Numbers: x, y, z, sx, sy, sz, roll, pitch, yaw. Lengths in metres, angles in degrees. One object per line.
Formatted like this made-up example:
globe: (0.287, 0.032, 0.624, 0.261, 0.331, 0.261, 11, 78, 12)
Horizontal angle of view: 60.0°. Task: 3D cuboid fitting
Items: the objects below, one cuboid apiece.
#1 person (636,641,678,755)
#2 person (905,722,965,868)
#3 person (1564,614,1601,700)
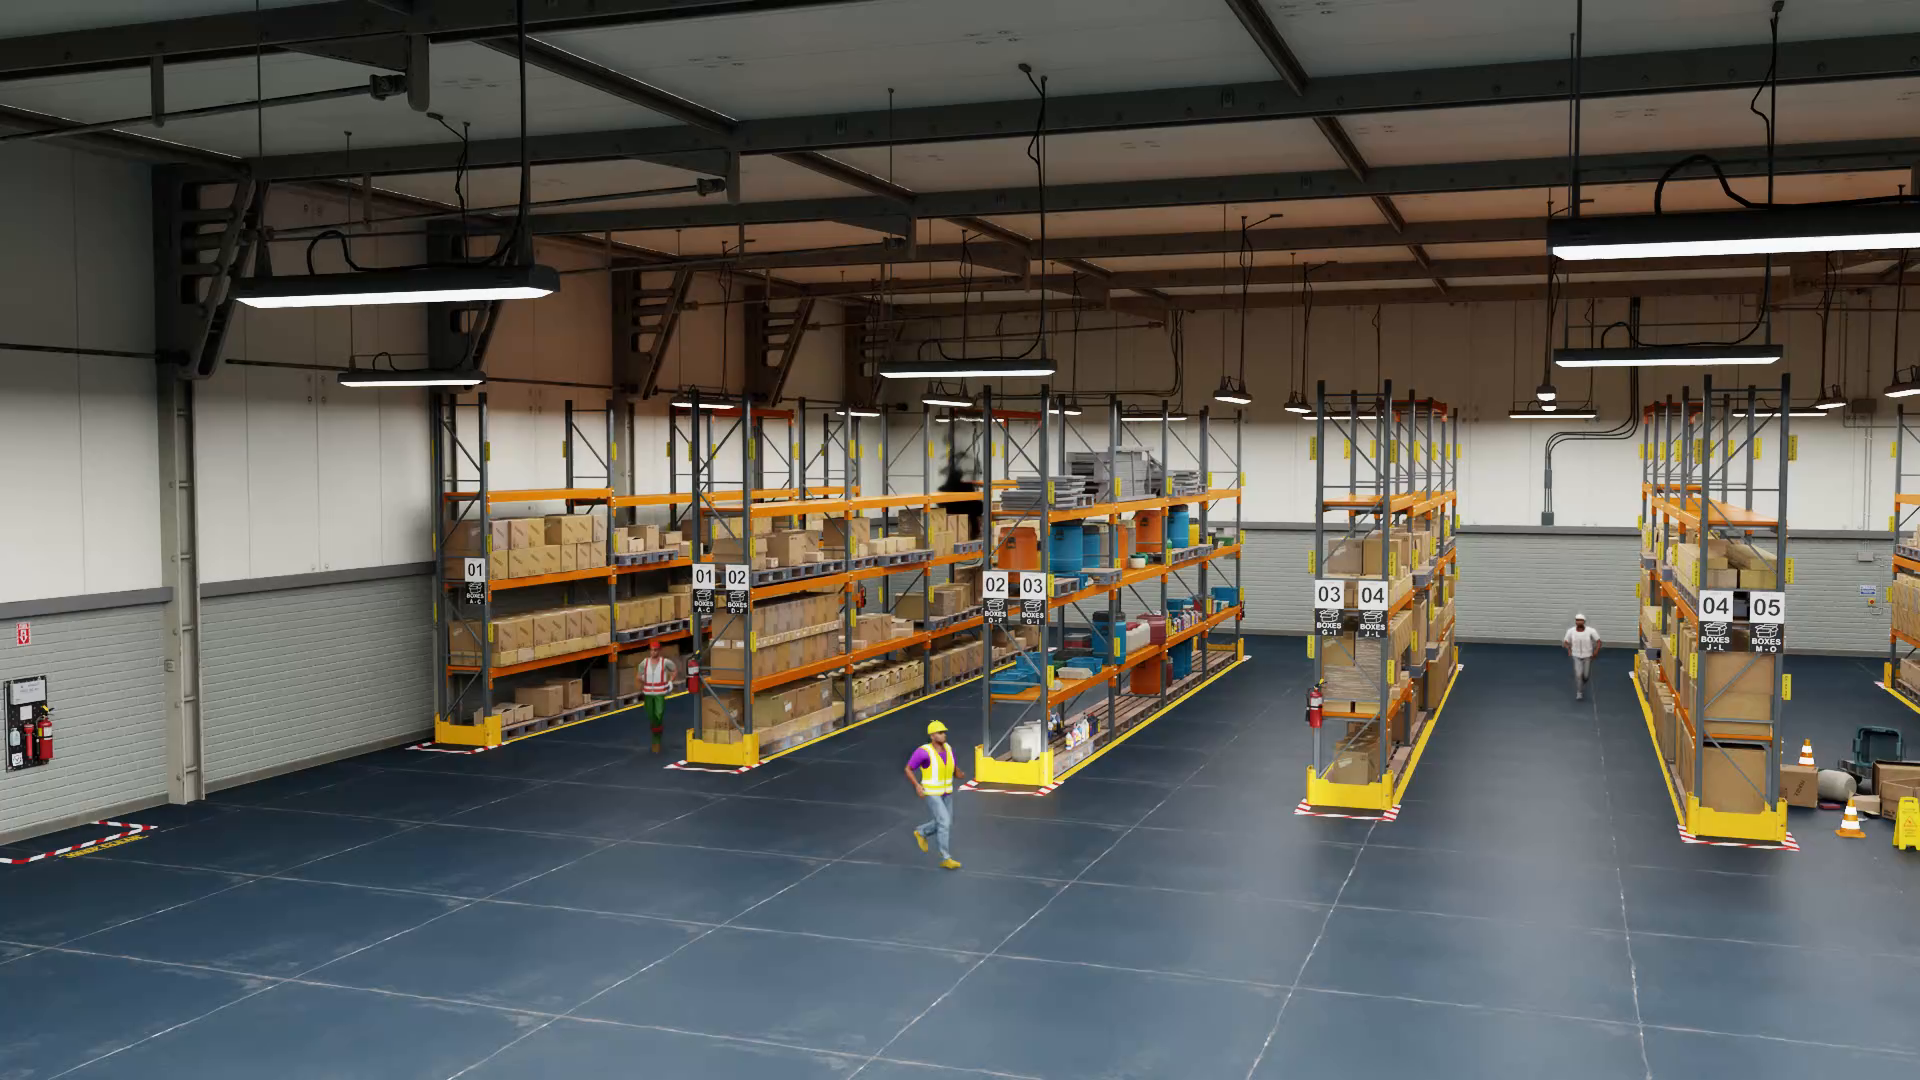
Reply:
person: (-5.093, 2.613, 27.812, 0.638, 1.835, 0.768, 0, 3, 6)
person: (-0.303, 3.055, 20.103, 0.831, 1.740, 0.705, 3, 4, 45)
person: (12.575, 2.352, 33.621, 0.703, 1.736, 0.659, 1, 3, 25)
